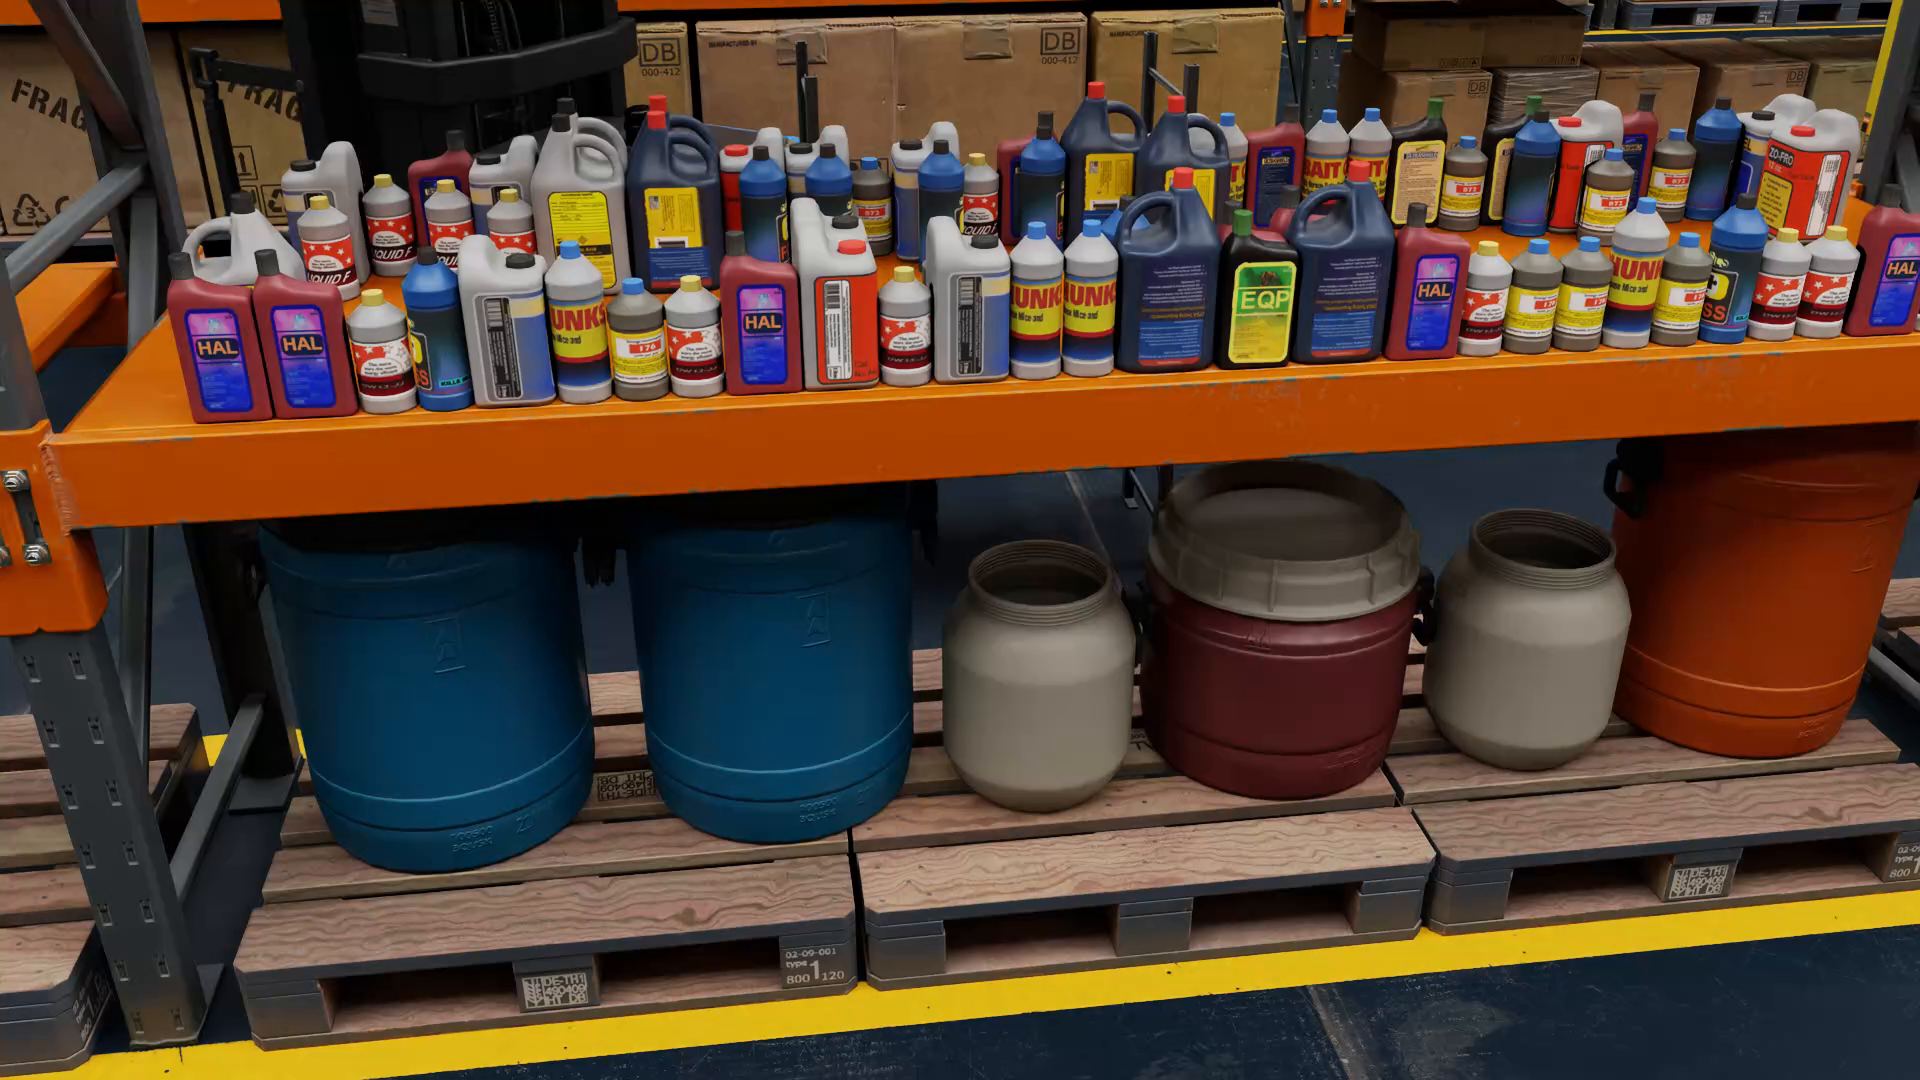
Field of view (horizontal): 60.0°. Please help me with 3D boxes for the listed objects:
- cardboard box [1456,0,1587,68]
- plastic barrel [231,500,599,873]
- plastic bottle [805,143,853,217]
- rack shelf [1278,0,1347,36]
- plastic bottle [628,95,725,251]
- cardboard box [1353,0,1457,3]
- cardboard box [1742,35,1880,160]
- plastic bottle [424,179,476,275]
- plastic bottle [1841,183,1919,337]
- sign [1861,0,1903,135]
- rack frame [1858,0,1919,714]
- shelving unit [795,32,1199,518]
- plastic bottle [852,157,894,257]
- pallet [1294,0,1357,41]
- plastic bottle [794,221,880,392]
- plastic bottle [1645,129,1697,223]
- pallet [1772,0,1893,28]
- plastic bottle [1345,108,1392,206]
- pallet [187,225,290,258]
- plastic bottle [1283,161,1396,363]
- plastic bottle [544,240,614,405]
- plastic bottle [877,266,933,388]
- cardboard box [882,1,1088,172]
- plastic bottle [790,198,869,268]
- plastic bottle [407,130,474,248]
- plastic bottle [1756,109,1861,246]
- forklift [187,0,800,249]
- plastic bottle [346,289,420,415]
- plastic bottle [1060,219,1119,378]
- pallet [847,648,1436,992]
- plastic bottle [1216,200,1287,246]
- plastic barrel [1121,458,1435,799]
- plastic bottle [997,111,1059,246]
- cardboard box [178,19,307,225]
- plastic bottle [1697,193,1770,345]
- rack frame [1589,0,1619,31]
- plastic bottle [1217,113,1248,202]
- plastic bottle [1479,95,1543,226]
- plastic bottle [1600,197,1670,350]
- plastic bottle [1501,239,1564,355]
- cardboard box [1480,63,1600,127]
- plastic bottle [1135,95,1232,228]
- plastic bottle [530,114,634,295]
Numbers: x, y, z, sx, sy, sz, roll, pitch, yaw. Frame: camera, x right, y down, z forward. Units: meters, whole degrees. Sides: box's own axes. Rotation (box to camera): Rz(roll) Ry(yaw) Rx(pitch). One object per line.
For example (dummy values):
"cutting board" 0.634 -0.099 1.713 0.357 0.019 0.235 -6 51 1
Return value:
"cardboard box" 2.810 -2.561 8.391 0.500 0.250 0.500 -1 27 -1
"plastic barrel" -1.103 0.164 3.483 0.708 0.901 0.600 -4 27 -7
"plastic bottle" -0.268 -0.679 3.428 0.097 0.271 0.097 0 27 0
"rack shelf" 3.608 -2.857 8.320 4.000 0.370 1.077 -4 27 -7
"plastic bottle" -0.596 -0.752 3.484 0.185 0.351 0.144 -4 27 -7
"cardboard box" 3.439 -4.599 12.931 0.750 0.750 1.050 -4 27 -7
"cardboard box" 4.502 -2.336 8.774 0.500 0.500 0.700 -4 27 -7
"plastic bottle" -1.047 -0.640 3.428 0.097 0.201 0.097 0 27 0
"plastic bottle" 1.748 -0.525 3.116 0.133 0.283 0.061 -4 27 -7
"sign" 2.234 -1.131 3.990 0.005 0.325 0.100 -4 27 -7
"rack frame" 2.317 -0.810 3.544 0.127 3.000 1.000 -4 27 -7
"shelving unit" 0.084 -0.673 4.918 1.048 1.500 0.538 -4 27 -7
"plastic bottle" -0.193 -0.722 3.590 0.097 0.201 0.097 0 27 0
"pallet" 3.033 -4.150 13.106 1.213 0.211 1.003 -4 27 -7
"plastic bottle" -0.215 -0.417 2.913 0.135 0.276 0.152 -4 27 -7
"plastic bottle" 1.629 -0.839 3.818 0.097 0.201 0.097 0 27 0
"pallet" 6.972 -4.404 13.602 1.213 0.211 1.003 -4 27 -7
"plastic bottle" 0.906 -0.824 3.712 0.097 0.271 0.097 0 27 0
"pallet" -3.098 -1.541 8.023 1.213 0.211 1.003 -4 27 -7
"plastic bottle" 0.681 -0.506 3.004 0.185 0.351 0.144 -4 27 -7
"plastic bottle" -0.651 -0.374 2.835 0.097 0.271 0.097 0 27 0
"plastic bottle" -0.097 -0.379 2.920 0.097 0.201 0.097 0 27 0
"cardboard box" 0.057 -2.203 8.126 0.875 0.875 1.225 -4 27 -7
"plastic bottle" -0.237 -0.486 3.047 0.135 0.276 0.152 -4 27 -7
"plastic bottle" -1.076 -0.711 3.477 0.133 0.283 0.061 -4 27 -7
"plastic bottle" 1.865 -0.805 3.669 0.135 0.276 0.152 -4 27 -7
"forklift" -1.961 -1.808 5.564 3.031 2.935 1.130 15 31 26
"plastic bottle" -0.977 -0.322 2.810 0.097 0.201 0.097 0 27 0
"plastic bottle" 0.229 -0.431 2.945 0.097 0.271 0.097 0 27 0
"pallet" 0.337 0.575 3.898 1.213 0.211 1.003 -4 27 -7
"plastic bottle" 0.521 -0.475 3.017 0.133 0.283 0.061 -4 27 -7
"plastic barrel" 0.717 0.186 3.783 0.708 0.588 0.600 -4 27 -7
"plastic bottle" 0.148 -0.789 3.630 0.133 0.283 0.061 -4 27 -7
"cardboard box" -2.999 -2.031 7.789 0.875 0.875 0.875 -4 27 -7
"plastic bottle" 1.438 -0.508 3.096 0.097 0.271 0.097 0 27 0
"rack frame" 4.997 -5.553 12.786 0.127 3.000 1.000 -4 27 -7
"plastic bottle" 0.581 -0.803 3.671 0.097 0.271 0.097 0 27 0
"plastic bottle" 1.246 -0.860 3.768 0.133 0.283 0.061 -4 27 -7
"plastic bottle" 1.245 -0.496 3.072 0.097 0.271 0.097 0 27 0
"plastic bottle" 1.052 -0.453 3.064 0.097 0.201 0.097 0 27 0
"cardboard box" 2.835 -2.226 8.558 0.500 0.500 0.700 -6 28 -11
"plastic bottle" 0.466 -0.750 3.481 0.185 0.351 0.144 -4 27 -7
"plastic bottle" -0.759 -0.675 3.334 0.185 0.351 0.144 -4 27 -7
